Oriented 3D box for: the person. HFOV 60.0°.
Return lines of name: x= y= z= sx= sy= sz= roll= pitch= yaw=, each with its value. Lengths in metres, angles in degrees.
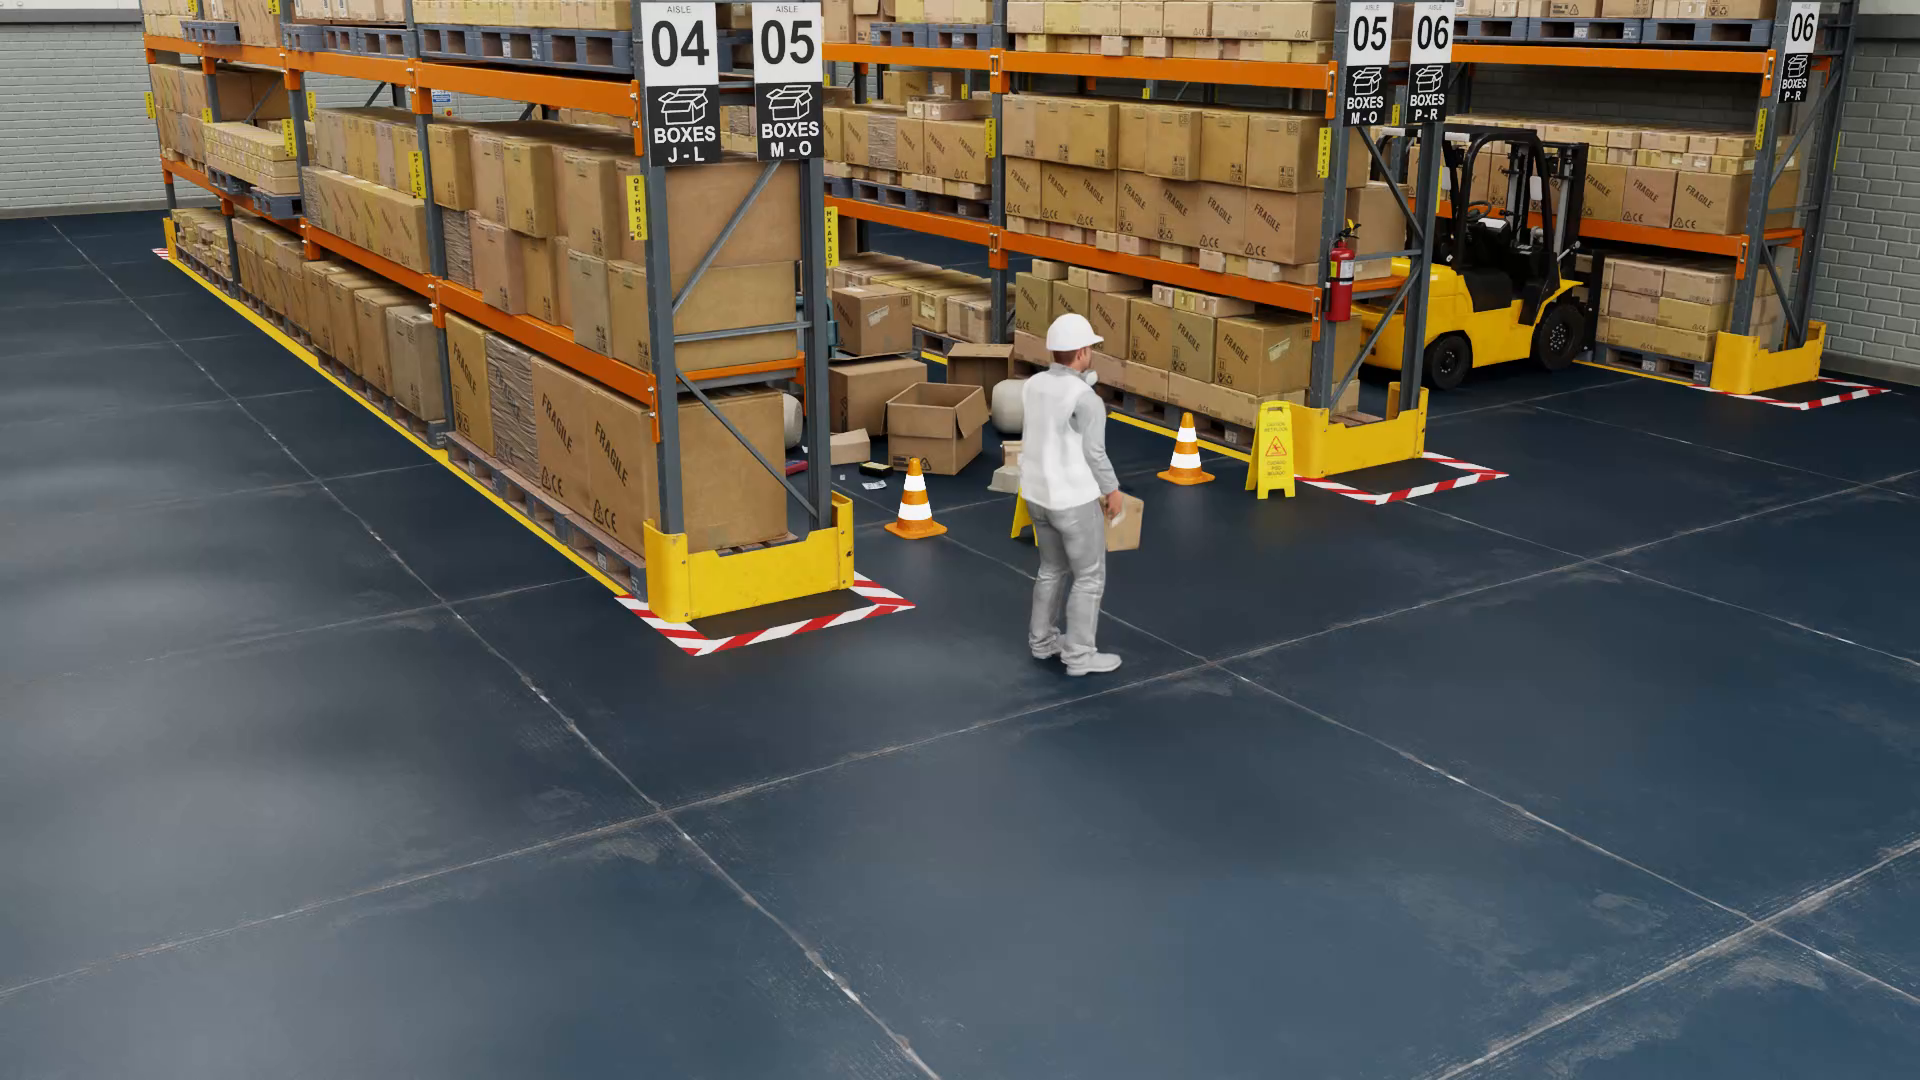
person: x=0.529 y=-0.230 z=8.212 sx=0.446 sy=1.779 sz=0.551 roll=-12 pitch=21 yaw=-33
